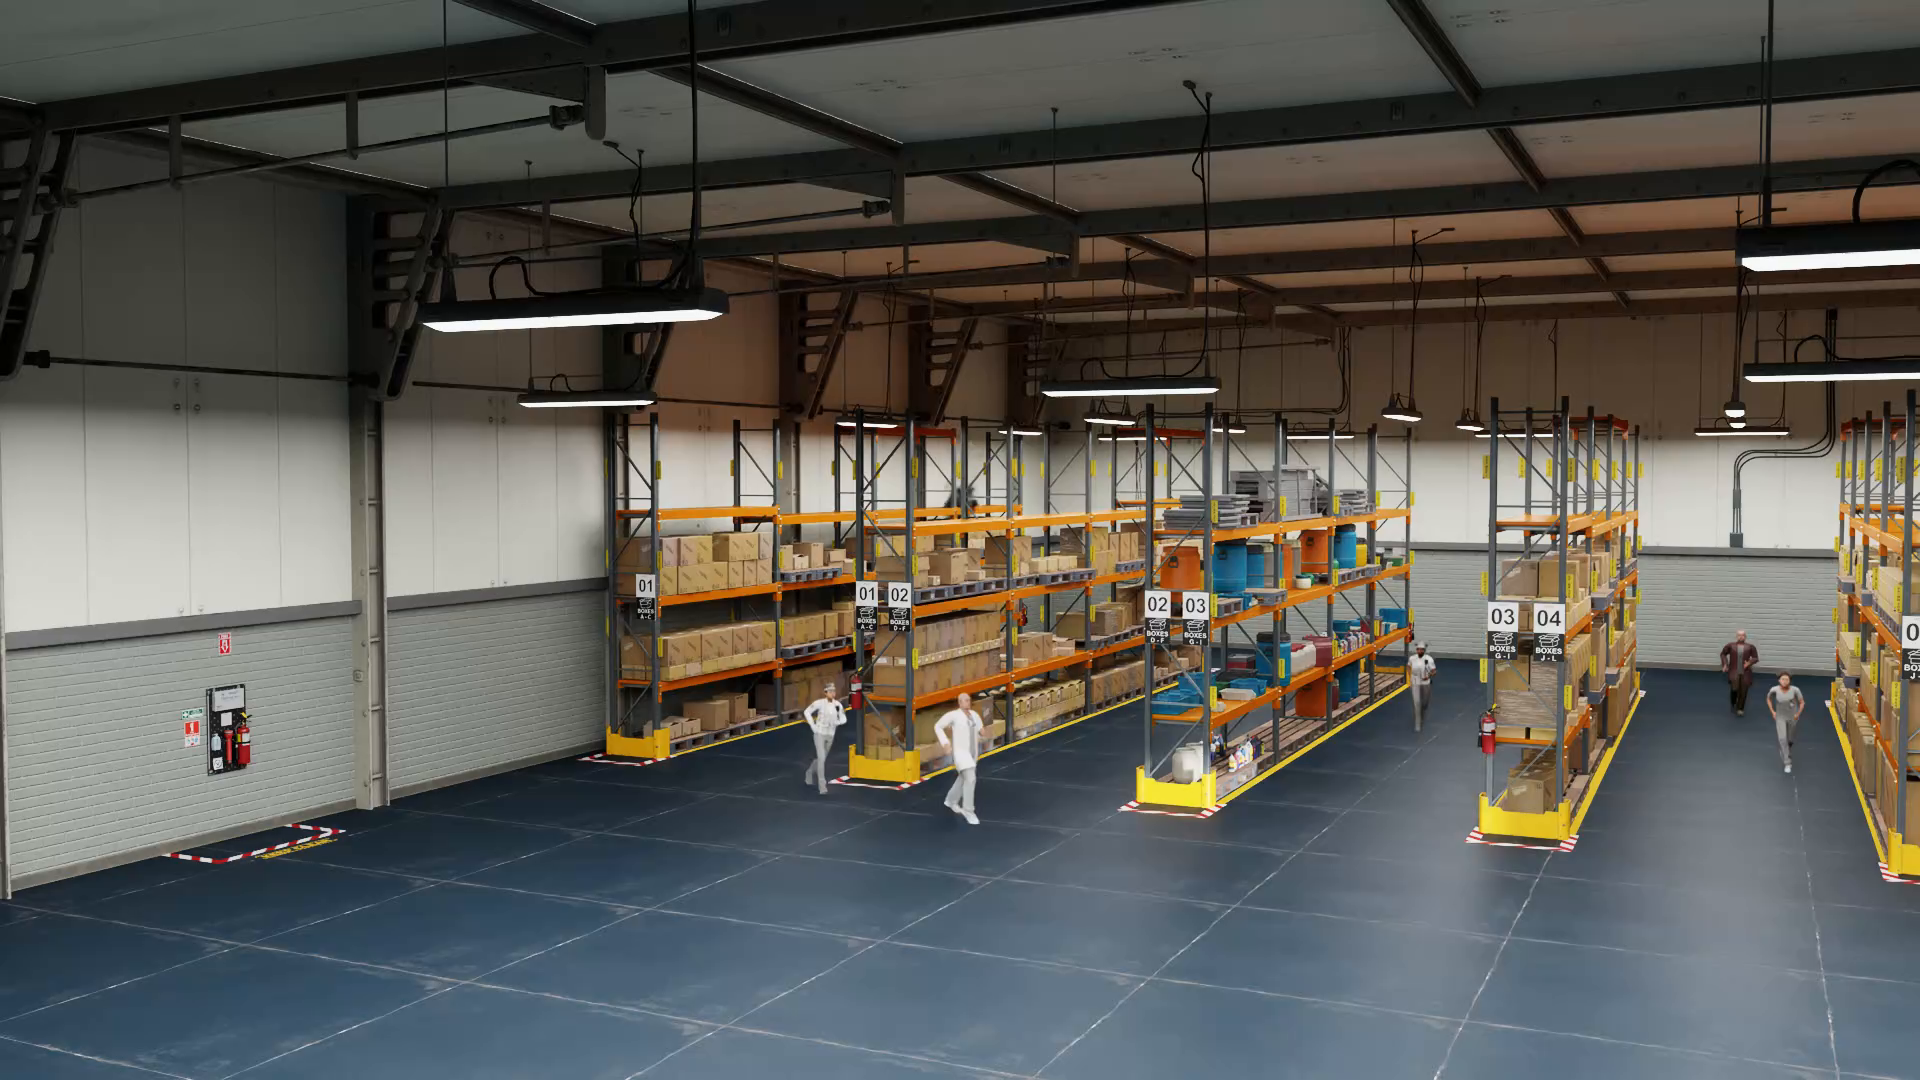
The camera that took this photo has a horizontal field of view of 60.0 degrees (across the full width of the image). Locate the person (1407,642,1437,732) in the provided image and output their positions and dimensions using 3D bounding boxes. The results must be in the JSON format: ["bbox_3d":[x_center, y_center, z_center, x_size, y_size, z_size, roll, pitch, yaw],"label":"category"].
[{"bbox_3d":[8.962,2.813,32.275,0.545,1.710,1.075,1,2,12],"label":"person"}]

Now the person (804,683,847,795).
[{"bbox_3d":[-2.097,3.078,26.099,0.631,1.708,0.850,-1,3,-29],"label":"person"}]

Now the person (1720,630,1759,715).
[{"bbox_3d":[15.848,2.708,33.792,0.704,1.735,0.643,1,3,21],"label":"person"}]

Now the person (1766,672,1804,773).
[{"bbox_3d":[13.846,3.027,27.942,0.543,1.661,0.984,1,3,21],"label":"person"}]

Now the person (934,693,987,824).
[{"bbox_3d":[0.061,3.111,23.798,0.828,1.850,0.673,2,3,43],"label":"person"}]
